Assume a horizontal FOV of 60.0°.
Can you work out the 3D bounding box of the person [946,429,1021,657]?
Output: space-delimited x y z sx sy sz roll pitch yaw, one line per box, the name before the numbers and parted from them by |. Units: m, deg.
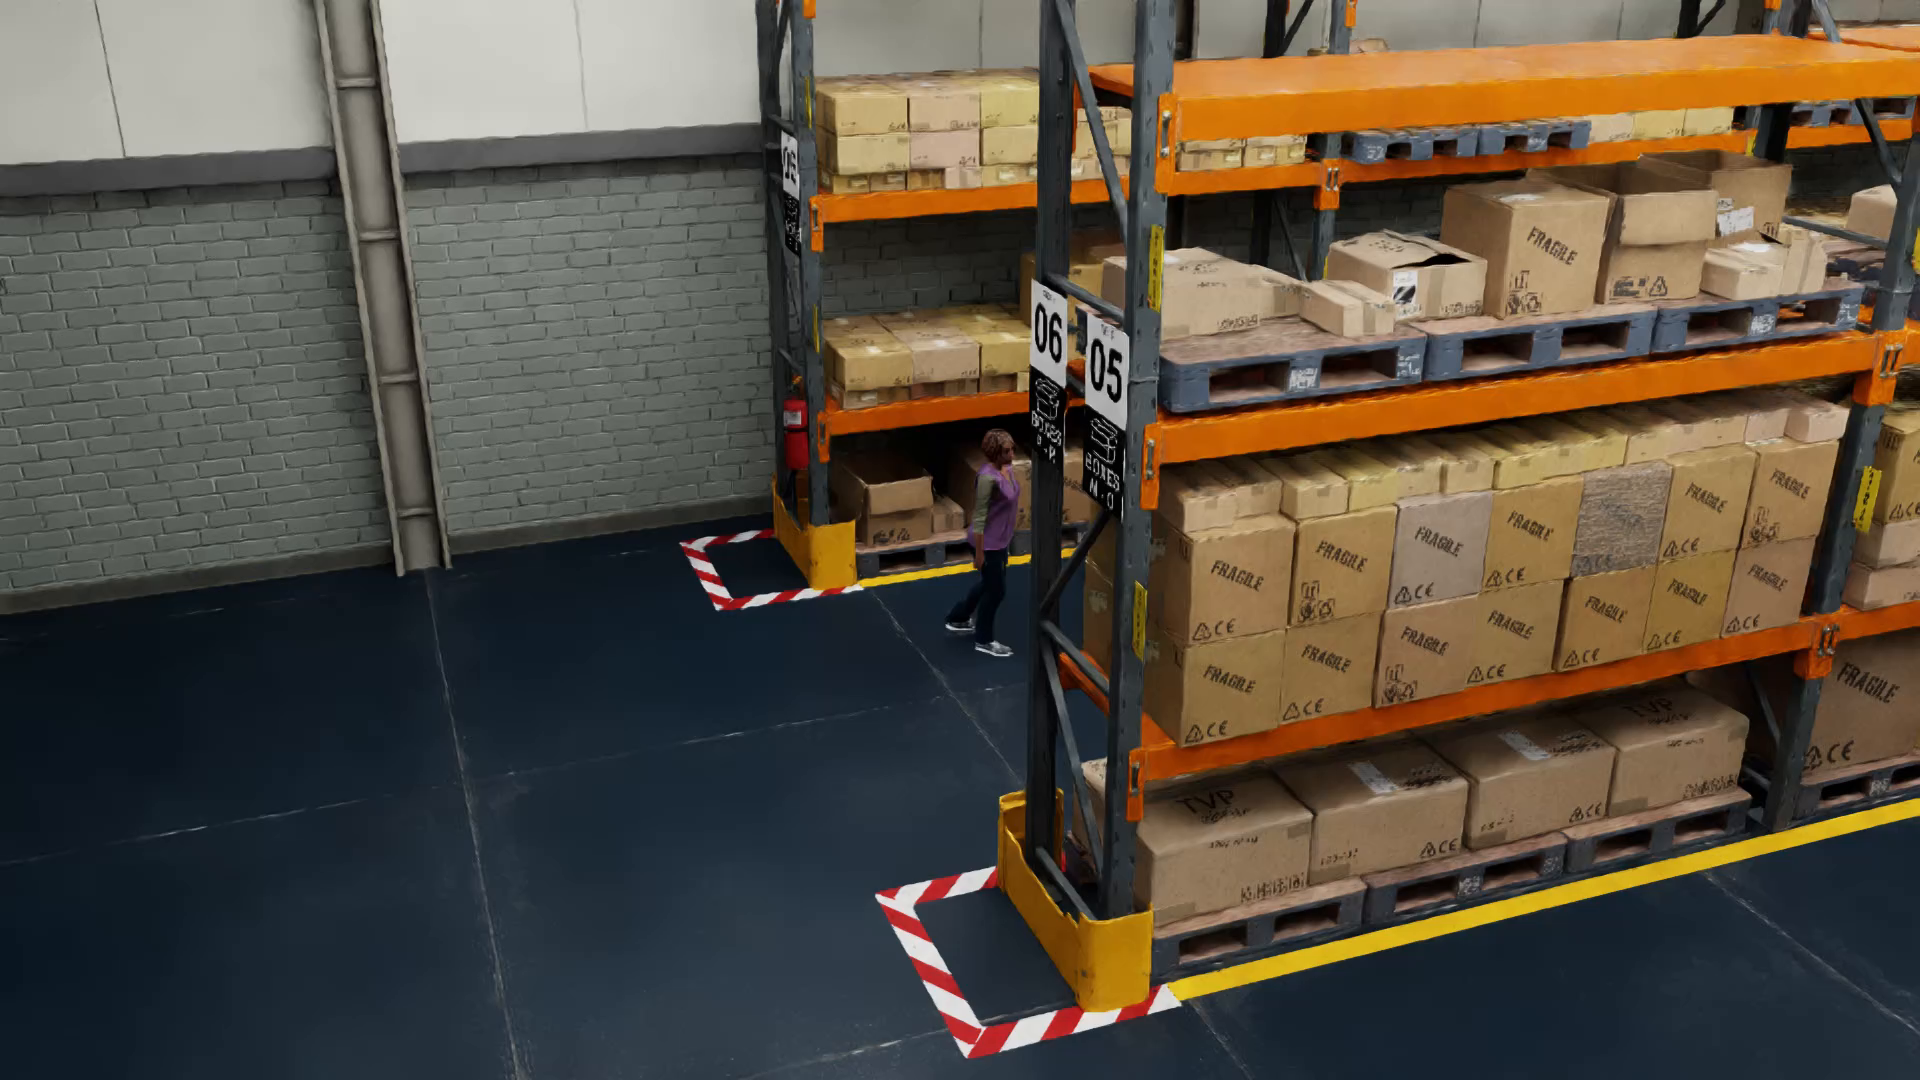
person | 0.132 0.001 10.812 0.504 1.587 0.463 6 24 15
